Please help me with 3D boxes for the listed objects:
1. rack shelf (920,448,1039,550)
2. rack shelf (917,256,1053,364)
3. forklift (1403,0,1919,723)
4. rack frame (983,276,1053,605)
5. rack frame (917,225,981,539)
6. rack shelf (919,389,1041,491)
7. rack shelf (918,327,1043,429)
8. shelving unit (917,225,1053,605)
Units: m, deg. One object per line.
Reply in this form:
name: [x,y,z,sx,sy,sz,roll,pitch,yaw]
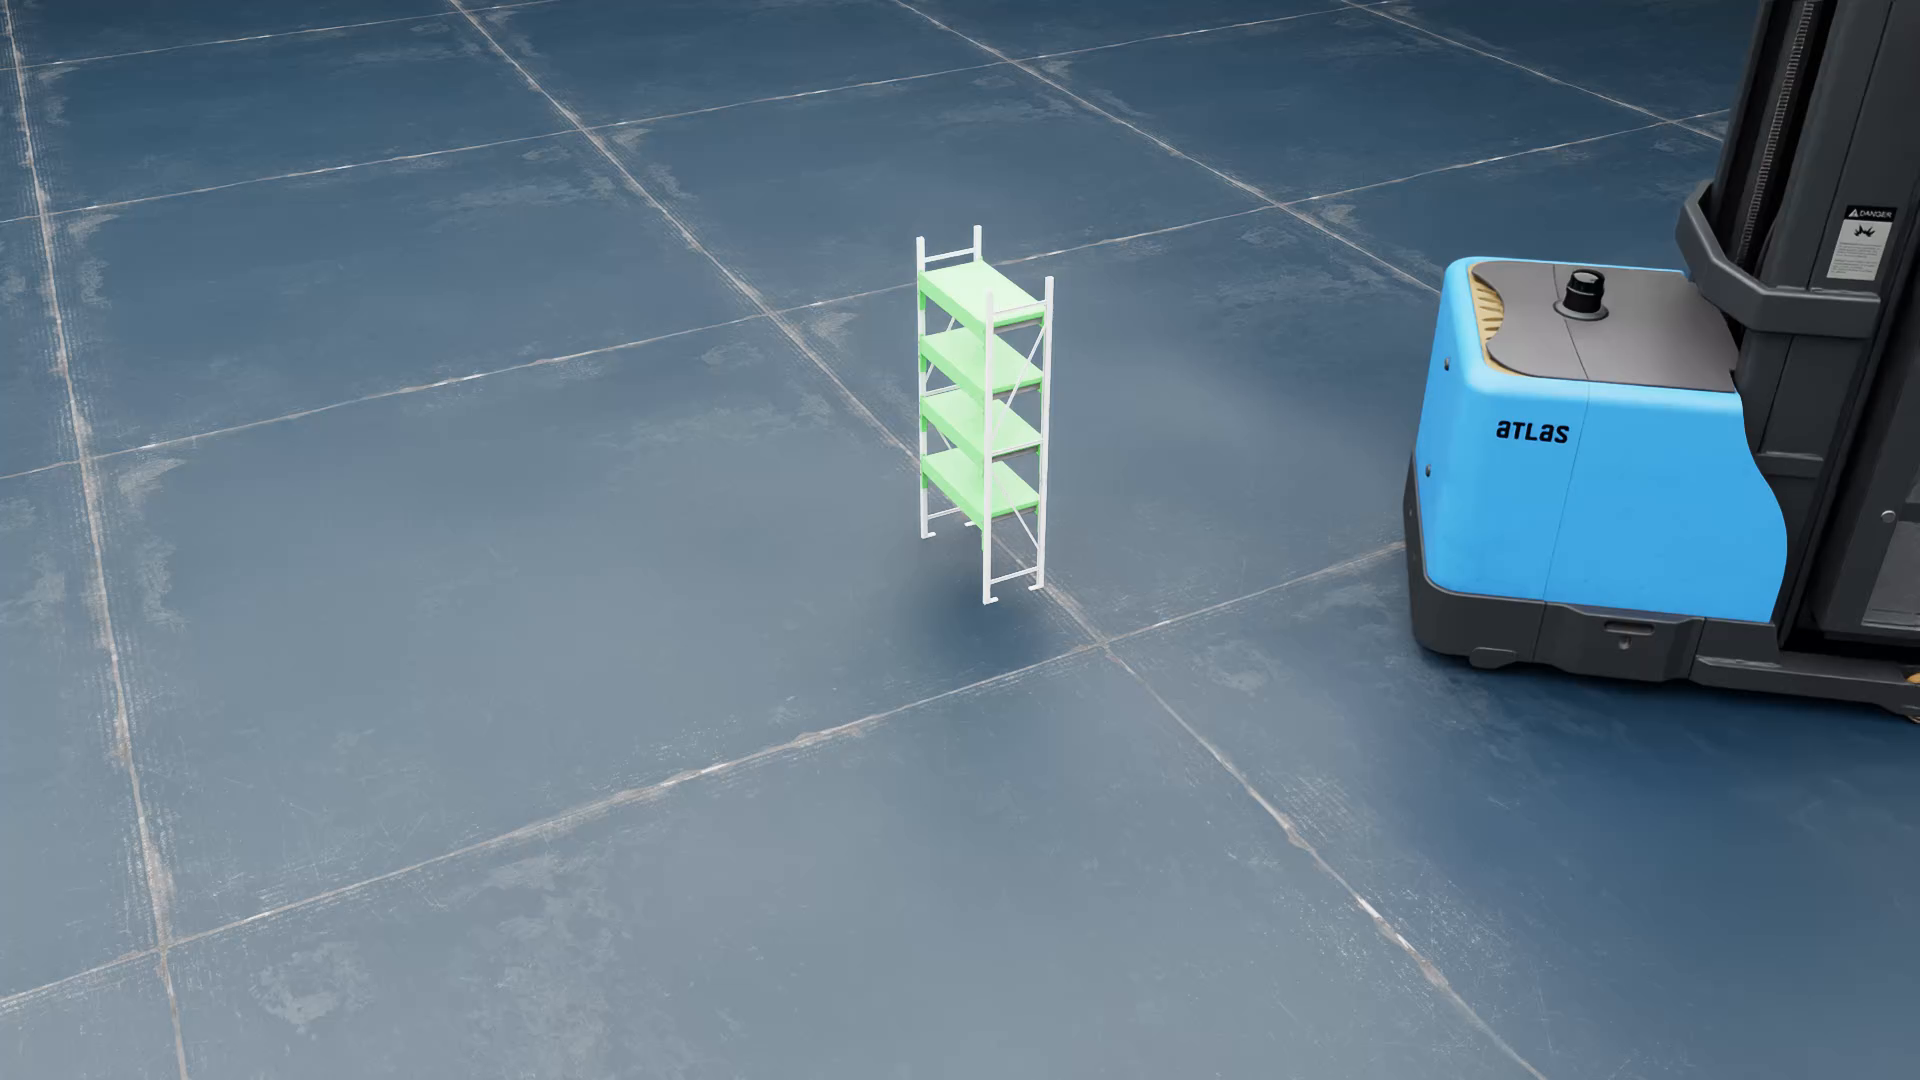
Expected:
rack shelf: [0.077,-0.170,5.967,0.258,0.148,0.480,-16,36,-23]
rack shelf: [0.077,-0.777,5.579,0.258,0.148,0.480,-16,36,-23]
forklift: [3.099,-0.937,4.996,3.031,2.935,1.130,6,33,9]
rack frame: [0.191,-0.310,5.621,0.240,1.200,0.015,-16,36,-23]
rack frame: [-0.037,-0.543,5.985,0.240,1.200,0.015,-16,36,-23]
rack shelf: [0.077,-0.372,5.837,0.258,0.148,0.480,-16,36,-23]
rack shelf: [0.077,-0.574,5.708,0.258,0.148,0.480,-16,36,-23]
shelving unit: [0.077,-0.426,5.803,0.258,1.200,0.503,-16,36,-23]
